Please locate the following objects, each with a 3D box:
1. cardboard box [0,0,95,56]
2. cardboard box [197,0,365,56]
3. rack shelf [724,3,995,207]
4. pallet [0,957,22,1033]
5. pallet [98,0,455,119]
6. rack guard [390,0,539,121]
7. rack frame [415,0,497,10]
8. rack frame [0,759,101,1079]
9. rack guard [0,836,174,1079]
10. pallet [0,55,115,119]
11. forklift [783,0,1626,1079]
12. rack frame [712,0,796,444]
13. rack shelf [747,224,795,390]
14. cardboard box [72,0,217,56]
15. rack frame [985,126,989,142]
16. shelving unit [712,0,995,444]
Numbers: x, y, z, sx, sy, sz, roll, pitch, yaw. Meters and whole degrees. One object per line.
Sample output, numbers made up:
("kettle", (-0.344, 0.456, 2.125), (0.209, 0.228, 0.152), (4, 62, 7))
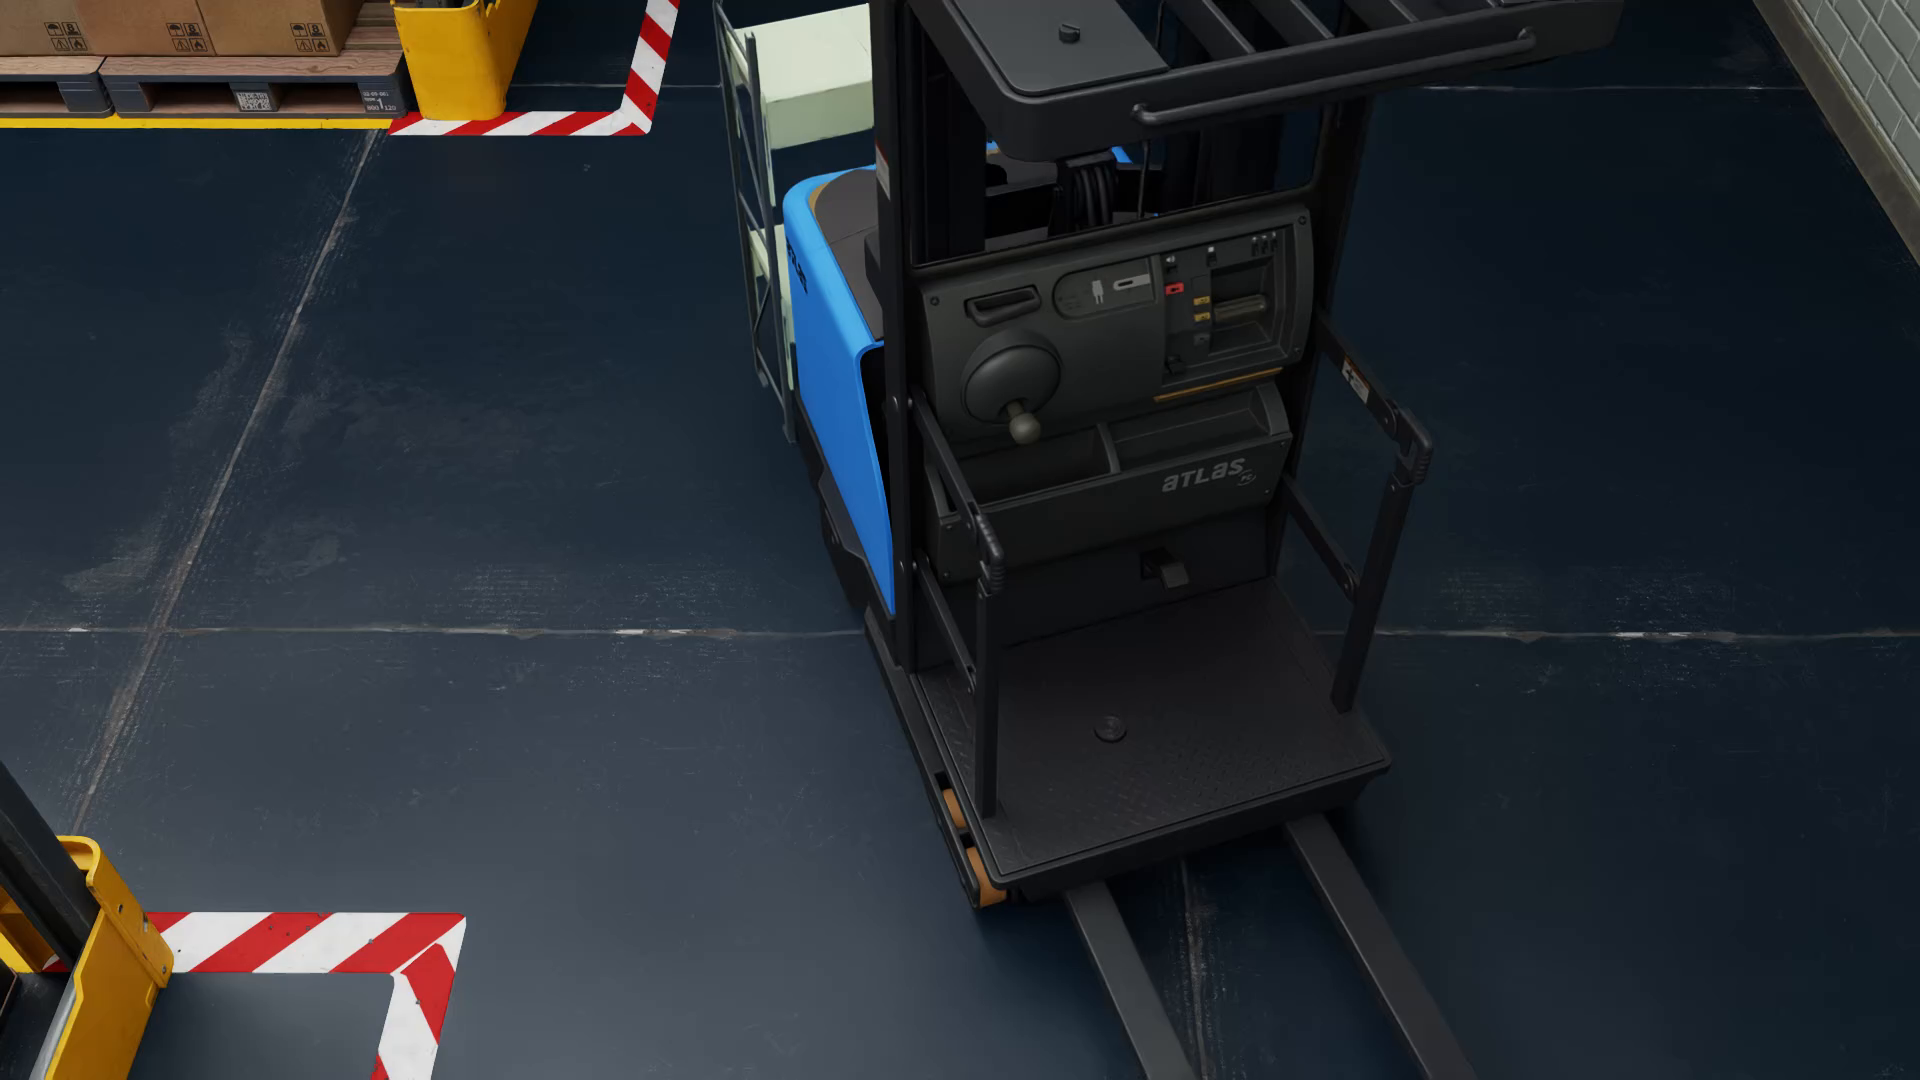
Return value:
("cardboard box", (-3.793, -2.403, 6.858), (0.500, 0.500, 0.700), (-1, 47, -1))
("cardboard box", (-2.789, -2.401, 6.856), (0.500, 0.500, 0.700), (0, 47, 0))
("rack shelf", (-0.289, -1.333, 4.933), (0.720, 0.370, 0.431), (-16, 49, -14))
("pallet", (-2.977, 1.394, 3.809), (1.213, 0.211, 1.003), (0, 47, 0))
("pallet", (-2.889, -2.176, 7.131), (1.213, 0.211, 1.003), (0, 47, 0))
("rack guard", (-2.065, -2.329, 7.076), (0.348, 0.500, 1.175), (0, 47, 0))
("rack frame", (-2.089, -3.181, 6.161), (0.127, 3.000, 1.000), (0, 47, 0))
("rack frame", (-2.104, 0.445, 2.786), (0.127, 3.000, 1.000), (0, 47, 0))
("rack guard", (-2.180, 1.297, 3.702), (0.348, 0.500, 1.175), (0, 47, 0))
("pallet", (-4.106, -2.181, 7.136), (1.213, 0.211, 1.003), (0, 47, 0))
("forklift", (0.441, -0.386, 3.607), (1.130, 2.935, 3.031), (-14, 49, -13))
("rack frame", (-0.630, -0.969, 5.127), (0.023, 1.500, 0.400), (-16, 49, -14))
("rack shelf", (-0.289, -0.845, 5.457), (0.720, 0.370, 0.431), (-16, 49, -14))
("cardboard box", (-3.290, -2.402, 6.858), (0.500, 0.500, 0.700), (0, 47, 0))
("rack frame", (0.052, -1.164, 5.309), (0.023, 1.500, 0.400), (-16, 49, -14))
("shelving unit", (-0.289, -1.067, 5.218), (0.755, 1.500, 0.431), (-16, 49, -14))
